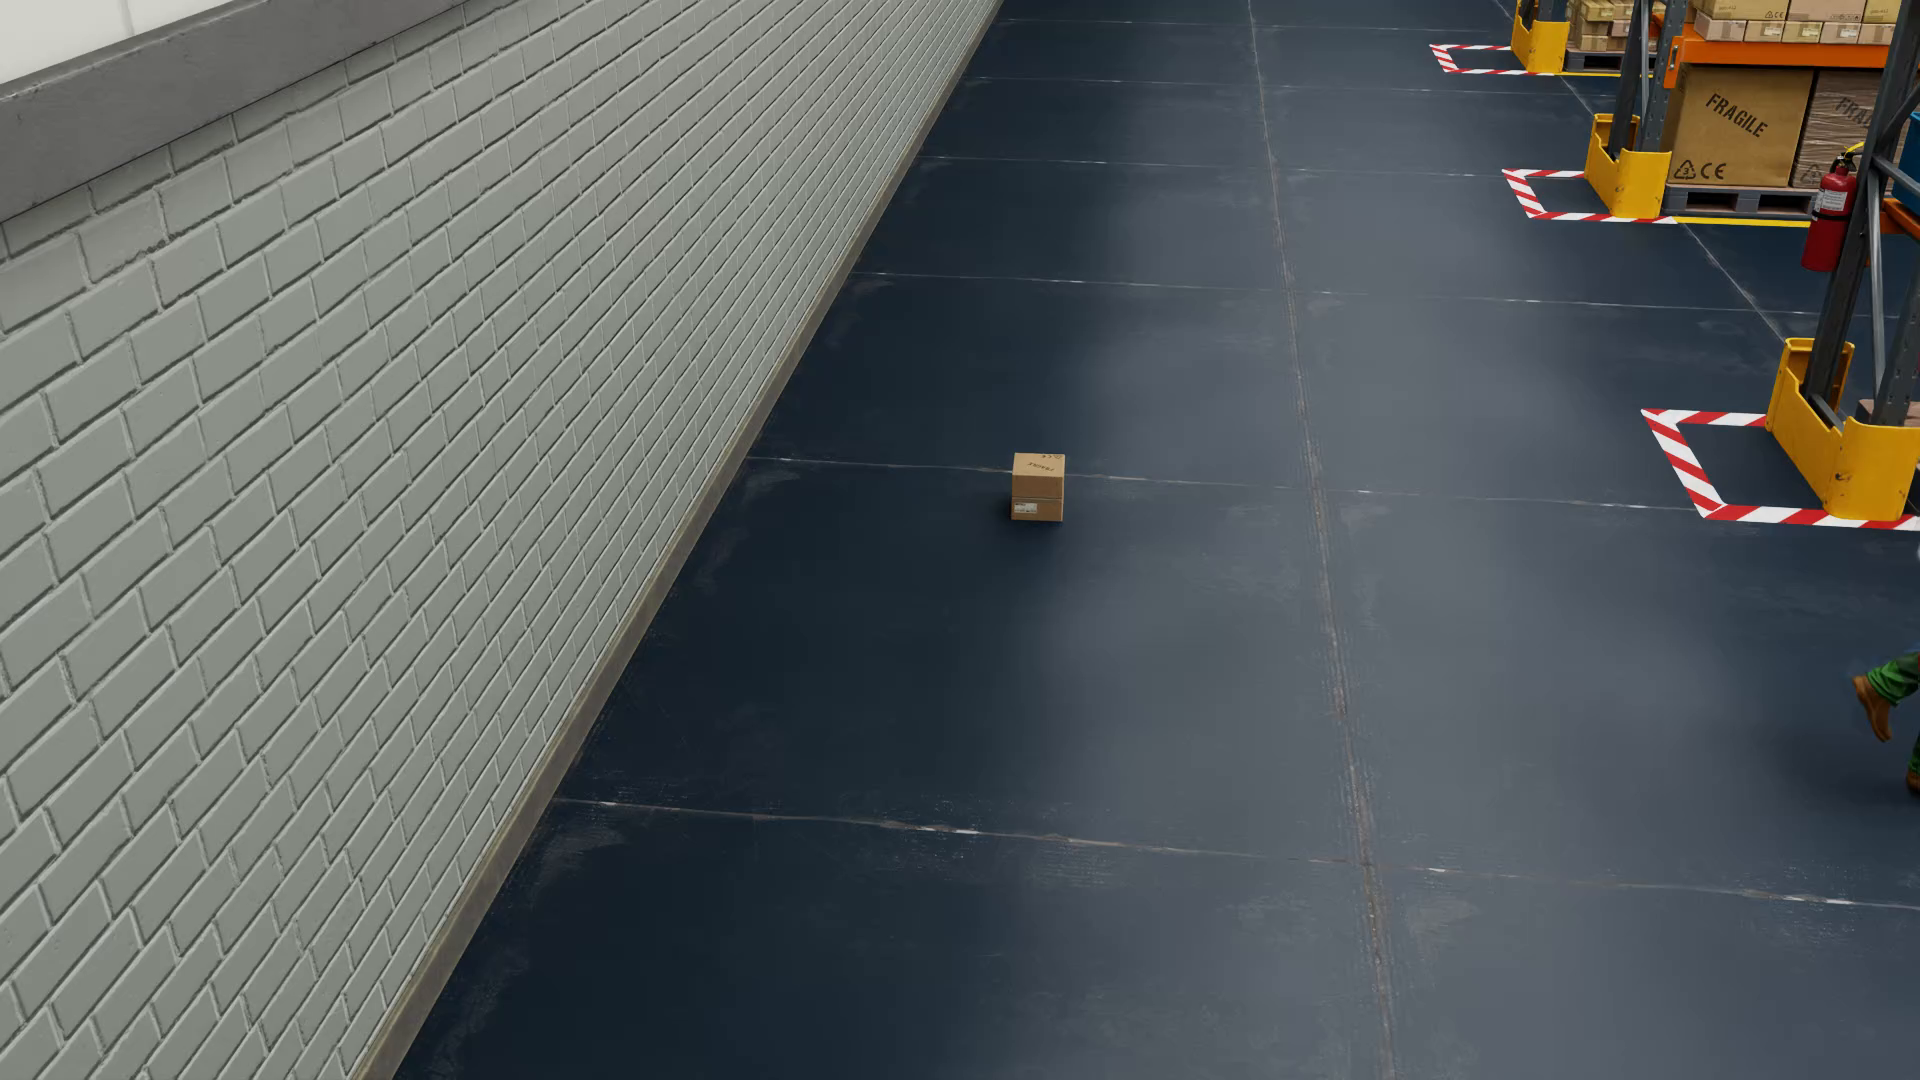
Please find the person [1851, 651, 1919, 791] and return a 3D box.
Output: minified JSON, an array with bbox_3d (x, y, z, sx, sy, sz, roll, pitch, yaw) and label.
[{"bbox_3d":[3.599,0.098,5.865,0.555,1.778,0.558,14,31,24],"label":"person"}]
